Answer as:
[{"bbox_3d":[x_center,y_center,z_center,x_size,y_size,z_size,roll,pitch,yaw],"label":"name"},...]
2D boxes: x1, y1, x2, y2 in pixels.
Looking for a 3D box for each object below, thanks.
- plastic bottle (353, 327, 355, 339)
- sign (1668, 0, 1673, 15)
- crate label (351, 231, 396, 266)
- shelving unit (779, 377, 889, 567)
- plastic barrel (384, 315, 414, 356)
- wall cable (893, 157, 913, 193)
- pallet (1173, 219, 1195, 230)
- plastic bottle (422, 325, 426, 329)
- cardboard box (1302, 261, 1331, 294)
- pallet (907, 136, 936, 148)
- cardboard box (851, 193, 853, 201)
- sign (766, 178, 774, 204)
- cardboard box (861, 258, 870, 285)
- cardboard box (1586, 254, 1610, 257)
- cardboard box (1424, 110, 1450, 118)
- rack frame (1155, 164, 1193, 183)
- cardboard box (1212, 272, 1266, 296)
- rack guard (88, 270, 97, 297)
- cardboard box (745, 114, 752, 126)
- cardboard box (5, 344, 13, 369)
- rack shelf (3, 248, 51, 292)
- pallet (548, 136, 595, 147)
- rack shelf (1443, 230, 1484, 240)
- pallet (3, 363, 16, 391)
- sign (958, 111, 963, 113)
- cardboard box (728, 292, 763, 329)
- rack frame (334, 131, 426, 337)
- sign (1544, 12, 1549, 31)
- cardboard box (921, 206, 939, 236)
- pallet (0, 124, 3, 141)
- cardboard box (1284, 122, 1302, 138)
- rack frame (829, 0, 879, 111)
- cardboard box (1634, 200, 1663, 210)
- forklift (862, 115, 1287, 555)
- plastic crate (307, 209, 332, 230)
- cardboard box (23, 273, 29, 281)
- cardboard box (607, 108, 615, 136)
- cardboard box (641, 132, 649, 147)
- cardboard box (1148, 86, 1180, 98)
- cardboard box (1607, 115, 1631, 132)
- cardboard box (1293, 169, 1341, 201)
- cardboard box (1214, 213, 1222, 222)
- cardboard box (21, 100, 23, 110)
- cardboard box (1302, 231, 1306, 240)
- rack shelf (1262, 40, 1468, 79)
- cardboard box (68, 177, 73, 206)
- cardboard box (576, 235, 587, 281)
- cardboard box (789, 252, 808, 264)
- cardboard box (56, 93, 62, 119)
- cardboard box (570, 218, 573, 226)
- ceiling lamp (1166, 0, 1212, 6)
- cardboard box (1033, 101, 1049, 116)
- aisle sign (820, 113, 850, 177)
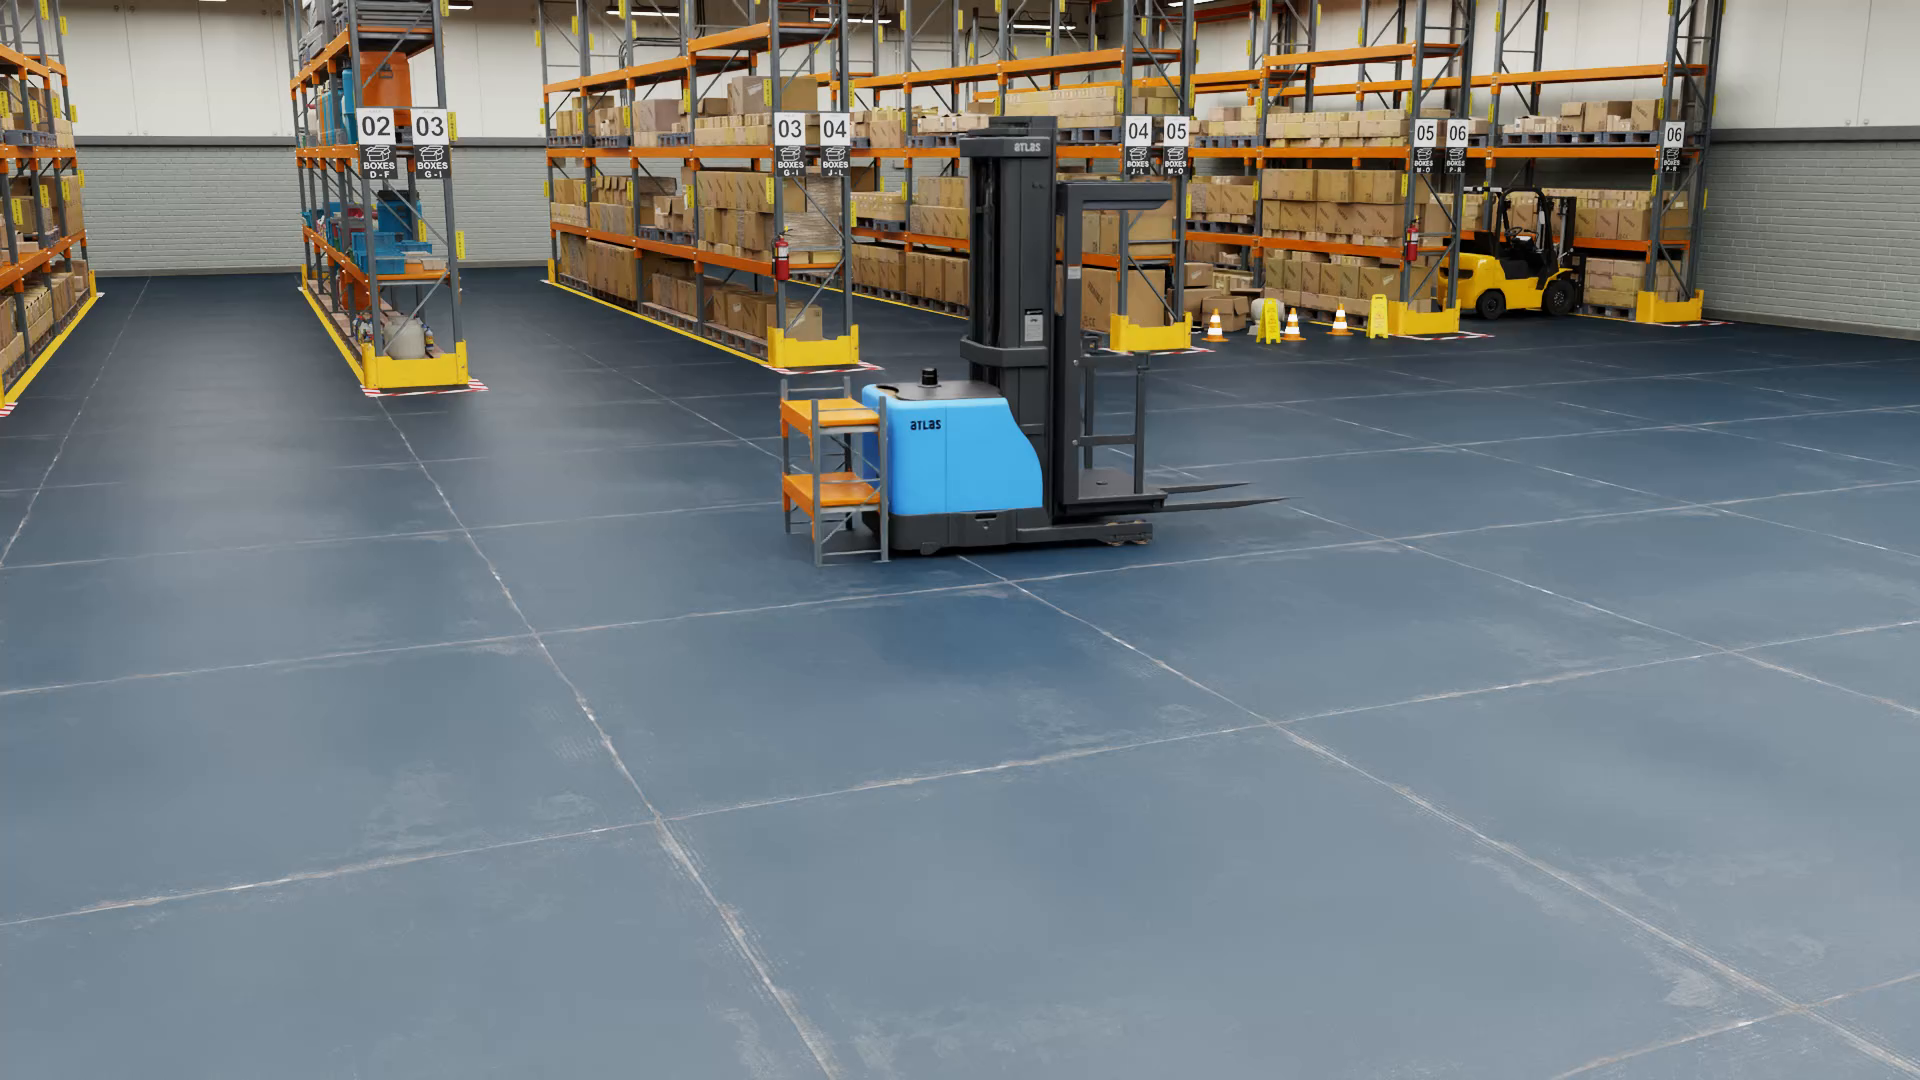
[{"bbox_3d":[-8.265,-2.861,22.811,0.097,0.201,0.097,0,13,0],"label":"plastic bottle"},{"bbox_3d":[11.233,-8.472,26.272,0.100,0.325,0.005,-6,14,-23],"label":"sign"},{"bbox_3d":[-7.415,-3.684,21.054,0.502,0.435,0.616,-6,14,-23],"label":"crate label"},{"bbox_3d":[-0.881,-0.496,11.517,0.538,1.125,1.048,-4,14,-17],"label":"shelving unit"},{"bbox_3d":[-6.964,-2.536,20.759,0.421,0.512,0.421,0,13,0],"label":"plastic barrel"},{"bbox_3d":[-1.500,-9.632,44.510,0.585,1.953,0.123,-6,14,-23],"label":"wall cable"},{"bbox_3d":[4.367,-6.075,31.890,1.213,0.211,1.003,-6,14,-23],"label":"pallet"},{"bbox_3d":[-7.048,-2.690,21.914,0.097,0.271,0.097,0,13,0],"label":"plastic bottle"},{"bbox_3d":[6.007,-4.347,27.501,0.500,0.500,0.500,-5,14,-20],"label":"cardboard box"},{"bbox_3d":[-0.204,-7.079,29.570,1.213,0.211,1.003,-5,14,-20],"label":"pallet"},{"bbox_3d":[-1.958,-6.698,32.466,0.380,0.149,0.250,-6,14,-23],"label":"cardboard box"},{"bbox_3d":[-2.408,-4.430,21.089,0.100,0.325,0.005,-6,14,-23],"label":"sign"},{"bbox_3d":[-1.624,-5.258,32.549,0.500,0.500,0.500,-5,14,-22],"label":"cardboard box"},{"bbox_3d":[11.123,-4.884,29.270,0.500,0.250,0.500,-6,14,-24],"label":"cardboard box"},{"bbox_3d":[7.233,-6.472,25.318,0.380,0.149,0.250,-6,14,-23],"label":"cardboard box"},{"bbox_3d":[5.326,-8.408,41.545,1.000,3.000,0.127,-6,14,-23],"label":"rack frame"},{"bbox_3d":[5.083,-4.660,30.249,0.950,0.372,0.625,-5,14,-19],"label":"cardboard box"},{"bbox_3d":[-17.348,-4.936,32.088,1.175,0.500,0.348,-6,14,-23],"label":"rack guard"},{"bbox_3d":[-2.618,-5.530,21.908,0.380,0.149,0.250,-6,14,-23],"label":"cardboard box"},{"bbox_3d":[-11.580,-2.170,19.759,0.500,0.250,0.500,-6,14,-23],"label":"cardboard box"},{"bbox_3d":[-13.373,-3.753,23.028,1.077,0.370,4.000,-6,14,-23],"label":"rack shelf"},{"bbox_3d":[-7.994,-8.329,34.750,1.003,0.211,1.213,-6,14,-23],"label":"pallet"},{"bbox_3d":[9.332,-5.991,32.699,1.077,0.370,4.000,-6,14,-23],"label":"rack shelf"},{"bbox_3d":[-11.799,-1.911,19.659,1.003,0.211,1.213,-6,14,-23],"label":"pallet"},{"bbox_3d":[0.001,-7.638,30.245,0.100,0.325,0.005,-6,14,-23],"label":"sign"},{"bbox_3d":[-3.134,-3.367,24.378,0.500,0.500,0.500,-1,13,-5],"label":"cardboard box"},{"bbox_3d":[-8.032,-4.137,23.092,1.000,3.000,0.127,-6,14,-23],"label":"rack frame"},{"bbox_3d":[10.652,-9.428,30.228,0.100,0.325,0.005,-6,14,-23],"label":"sign"},{"bbox_3d":[-0.372,-5.665,29.471,0.500,0.500,0.500,-6,14,-24],"label":"cardboard box"},{"bbox_3d":[-12.206,-4.935,20.082,1.003,0.211,1.213,-6,14,-23],"label":"pallet"},{"bbox_3d":[5.727,-6.791,27.581,0.500,0.250,0.500,-6,14,-23],"label":"cardboard box"},{"bbox_3d":[-2.113,-9.587,33.335,1.000,3.000,0.127,-6,14,-23],"label":"rack frame"},{"bbox_3d":[11.340,-5.513,27.378,0.380,0.149,0.250,-5,14,-22],"label":"cardboard box"},{"bbox_3d":[0.858,-1.493,11.822,3.031,2.935,1.130,-4,14,-16],"label":"forklift"},{"bbox_3d":[-11.736,-5.877,30.512,0.392,0.384,0.575,-6,14,-23],"label":"plastic crate"},{"bbox_3d":[-15.204,-4.273,26.584,0.500,0.250,0.500,-6,14,-24],"label":"cardboard box"},{"bbox_3d":[-5.934,-7.547,30.013,0.797,0.503,0.637,-6,14,-24],"label":"cardboard box"},{"bbox_3d":[-4.936,-6.573,27.297,0.500,0.250,0.500,-5,14,-22],"label":"cardboard box"},{"bbox_3d":[2.852,-6.263,23.263,0.380,0.149,0.250,-5,14,-22],"label":"cardboard box"},{"bbox_3d":[11.024,-6.947,27.728,0.396,0.266,0.258,-6,14,-23],"label":"cardboard box"},{"bbox_3d":[5.925,-5.836,27.334,0.700,0.500,0.500,-6,14,-24],"label":"cardboard box"},{"bbox_3d":[4.797,-5.801,29.909,0.380,0.149,0.250,-5,14,-22],"label":"cardboard box"},{"bbox_3d":[-15.105,-6.720,26.227,0.600,0.600,0.600,-6,14,-25],"label":"cardboard box"},{"bbox_3d":[5.905,-5.057,27.623,0.380,0.149,0.250,-6,14,-23],"label":"cardboard box"},{"bbox_3d":[6.388,-7.637,26.512,1.077,0.370,4.000,-6,14,-23],"label":"rack shelf"},{"bbox_3d":[-16.120,-6.214,29.629,0.500,0.500,0.500,-6,14,-25],"label":"cardboard box"},{"bbox_3d":[-7.250,-5.736,33.782,0.875,0.875,0.875,-6,14,-23],"label":"cardboard box"},{"bbox_3d":[-2.195,-3.676,21.656,0.380,0.149,0.250,-6,14,-23],"label":"cardboard box"},{"bbox_3d":[-17.158,-8.062,30.959,0.700,0.500,0.500,-6,14,-23],"label":"cardboard box"},{"bbox_3d":[-7.636,-6.414,33.486,0.380,0.149,0.250,-6,14,-24],"label":"cardboard box"},{"bbox_3d":[5.251,-12.976,35.033,0.800,3.185,2.000,-6,14,-23],"label":"ceiling lamp"},{"bbox_3d":[1.437,-6.463,25.011,0.500,0.250,0.500,-6,14,-24],"label":"cardboard box"},{"bbox_3d":[-1.592,-5.039,21.223,0.394,0.787,0.004,-6,14,-23],"label":"aisle sign"}]
